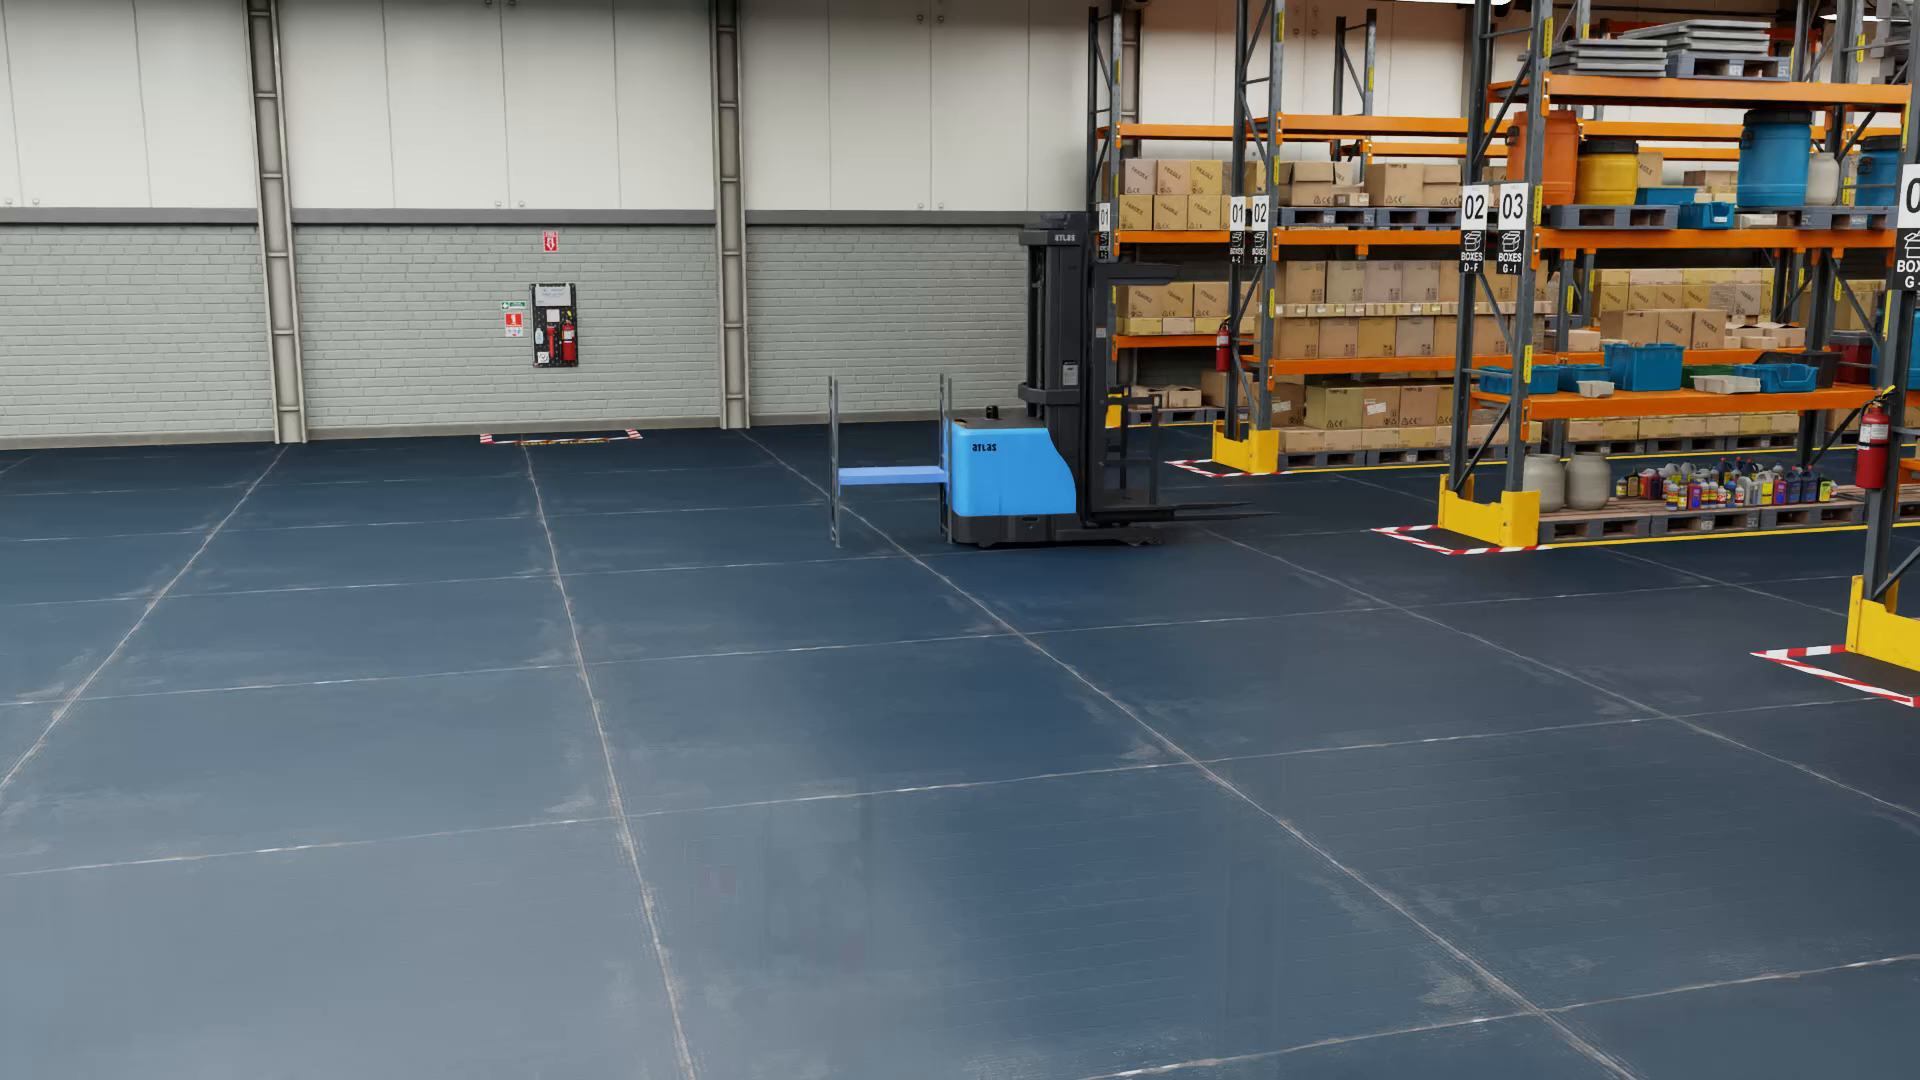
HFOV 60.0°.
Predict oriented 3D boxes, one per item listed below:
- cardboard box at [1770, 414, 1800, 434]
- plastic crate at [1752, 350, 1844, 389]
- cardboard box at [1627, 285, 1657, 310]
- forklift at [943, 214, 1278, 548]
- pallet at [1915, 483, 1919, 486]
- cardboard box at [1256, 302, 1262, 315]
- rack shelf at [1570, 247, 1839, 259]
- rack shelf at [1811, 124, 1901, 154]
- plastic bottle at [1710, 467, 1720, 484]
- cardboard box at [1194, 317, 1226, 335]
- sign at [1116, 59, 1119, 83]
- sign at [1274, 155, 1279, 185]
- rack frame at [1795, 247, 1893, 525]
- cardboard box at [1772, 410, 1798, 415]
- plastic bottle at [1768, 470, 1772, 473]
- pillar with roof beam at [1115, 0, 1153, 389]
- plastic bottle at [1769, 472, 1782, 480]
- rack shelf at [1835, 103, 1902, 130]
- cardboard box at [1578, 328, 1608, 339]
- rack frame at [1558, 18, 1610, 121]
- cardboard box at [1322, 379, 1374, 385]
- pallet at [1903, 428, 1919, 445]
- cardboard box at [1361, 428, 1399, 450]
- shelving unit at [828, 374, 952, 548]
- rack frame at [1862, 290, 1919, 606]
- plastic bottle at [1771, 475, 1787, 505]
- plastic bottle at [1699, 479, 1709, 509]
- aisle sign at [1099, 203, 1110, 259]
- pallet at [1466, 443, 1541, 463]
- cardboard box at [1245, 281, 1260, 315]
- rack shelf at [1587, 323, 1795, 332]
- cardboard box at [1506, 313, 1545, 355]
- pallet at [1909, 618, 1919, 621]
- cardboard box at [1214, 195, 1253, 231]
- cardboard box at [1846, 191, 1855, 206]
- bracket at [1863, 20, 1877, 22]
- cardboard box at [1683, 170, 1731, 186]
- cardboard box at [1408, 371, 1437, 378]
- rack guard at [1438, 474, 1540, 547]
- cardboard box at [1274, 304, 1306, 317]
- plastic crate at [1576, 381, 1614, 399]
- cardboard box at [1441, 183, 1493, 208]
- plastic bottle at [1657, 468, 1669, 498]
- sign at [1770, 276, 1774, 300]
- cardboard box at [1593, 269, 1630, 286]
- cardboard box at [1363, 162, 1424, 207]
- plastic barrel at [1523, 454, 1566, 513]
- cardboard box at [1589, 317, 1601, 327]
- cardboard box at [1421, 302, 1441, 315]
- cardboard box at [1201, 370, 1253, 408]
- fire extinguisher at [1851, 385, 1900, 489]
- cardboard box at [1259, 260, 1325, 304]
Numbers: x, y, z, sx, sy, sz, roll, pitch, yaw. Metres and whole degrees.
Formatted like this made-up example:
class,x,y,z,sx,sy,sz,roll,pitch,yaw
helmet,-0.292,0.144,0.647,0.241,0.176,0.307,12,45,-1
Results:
class,x,y,z,sx,sy,sz,roll,pitch,yaw
cardboard box,10.696,-1.555,21.848,0.500,0.250,0.500,-3,11,-15
plastic crate,8.135,-1.671,16.216,0.504,0.338,0.767,-3,11,-16
cardboard box,10.788,-3.841,26.678,0.500,0.500,0.500,-3,11,-14
forklift,1.389,-1.481,15.198,3.031,2.935,1.130,-2,11,-10
pallet,10.590,-0.444,17.078,1.213,0.211,1.003,-3,11,-16
cardboard box,3.766,-2.786,20.030,0.250,0.149,0.380,-3,11,-17
rack shelf,9.213,-3.790,21.256,4.000,0.370,1.077,-3,11,-16
rack shelf,13.053,-5.271,22.120,4.000,0.370,1.077,-3,11,-16
plastic bottle,7.470,-0.589,16.484,0.097,0.271,0.097,0,10,0
cardboard box,3.606,-3.185,24.626,0.500,0.250,0.500,-3,11,-17
sign,2.215,-6.581,23.342,0.005,0.325,0.100,-3,11,-16
sign,3.601,-4.212,18.929,0.005,0.325,0.100,-3,11,-16
rack frame,8.673,-1.706,16.234,0.127,3.000,1.000,-3,11,-16
cardboard box,10.699,-1.831,21.796,0.500,0.311,0.500,-3,11,-14
plastic bottle,8.147,-0.601,16.746,0.097,0.201,0.097,0,10,0
pillar with roof beam,3.697,-5.614,20.890,0.548,9.000,9.100,-3,11,-16
plastic bottle,7.886,-0.515,16.072,0.135,0.276,0.152,-3,11,-16
rack shelf,10.594,-4.208,16.342,4.000,0.370,1.077,-3,11,-16
cardboard box,8.085,-2.578,21.340,0.258,0.266,0.396,-3,11,-17
rack frame,9.745,-6.581,26.145,0.127,3.000,1.000,-3,11,-16
cardboard box,4.840,-1.720,20.673,0.500,0.500,0.500,-3,11,-16
pallet,13.030,-1.491,22.766,1.213,0.211,1.003,-3,11,-16
cardboard box,4.988,-1.259,20.239,0.500,0.250,0.500,-3,11,-16
shelving unit,-0.632,-0.724,15.043,1.048,1.500,0.538,-2,11,-10
rack frame,6.217,-0.643,10.458,0.127,3.000,1.000,-3,11,-16
plastic bottle,7.807,-0.479,15.854,0.133,0.283,0.061,-2,11,-12
plastic bottle,6.990,-0.433,15.640,0.097,0.271,0.097,0,10,0
aisle sign,2.079,-4.449,23.951,0.004,0.787,0.394,-3,11,-16
pallet,6.517,-1.163,20.986,1.213,0.211,1.003,-3,11,-16
cardboard box,4.573,-3.606,24.840,0.500,0.500,0.500,-3,11,-18
rack shelf,11.665,-3.378,27.303,4.000,0.370,1.077,-3,11,-16
cardboard box,6.868,-2.593,20.775,0.500,0.500,0.700,-3,11,-17
pallet,7.080,0.690,10.921,1.213,0.211,1.003,-3,11,-16
cardboard box,3.986,-4.813,24.491,0.500,0.500,0.500,-2,11,-12
cardboard box,11.543,-4.322,21.883,0.500,0.500,0.910,-3,11,-16
bracket,16.987,-8.830,28.415,4.783,0.066,0.076,-3,11,-16
cardboard box,12.178,-5.891,27.116,0.500,0.250,0.500,-3,11,-18
cardboard box,7.089,-2.491,26.183,0.500,0.500,0.700,-3,11,-17
rack guard,4.893,-0.287,15.426,0.348,0.500,1.175,-3,11,-16
cardboard box,3.889,-2.716,19.650,0.250,0.149,0.380,-3,11,-16
plastic crate,5.782,-1.364,15.101,0.250,0.136,0.298,-3,11,-16
cardboard box,6.217,-4.267,20.560,0.500,0.311,0.500,-4,11,-19
plastic bottle,6.857,-0.565,16.342,0.135,0.276,0.152,-3,11,-18
sign,10.972,-3.394,22.424,0.005,0.325,0.100,-3,11,-16
cardboard box,10.281,-4.185,26.472,0.500,0.250,0.500,-3,11,-15
cardboard box,5.123,-4.201,19.680,0.500,0.500,0.500,-3,11,-16
plastic barrel,5.443,-0.534,15.575,0.421,0.512,0.421,0,10,0
cardboard box,10.126,-3.494,26.581,0.250,0.149,0.380,-3,11,-17
cardboard box,5.618,-2.807,20.144,0.250,0.149,0.380,-3,11,-14
cardboard box,4.019,-2.290,25.092,0.500,0.500,0.700,-4,11,-20
fire extinguisher,5.979,-0.679,10.868,0.183,0.674,0.296,-3,11,-16
cardboard box,3.955,-3.076,19.817,0.500,0.500,0.700,-3,11,-16
